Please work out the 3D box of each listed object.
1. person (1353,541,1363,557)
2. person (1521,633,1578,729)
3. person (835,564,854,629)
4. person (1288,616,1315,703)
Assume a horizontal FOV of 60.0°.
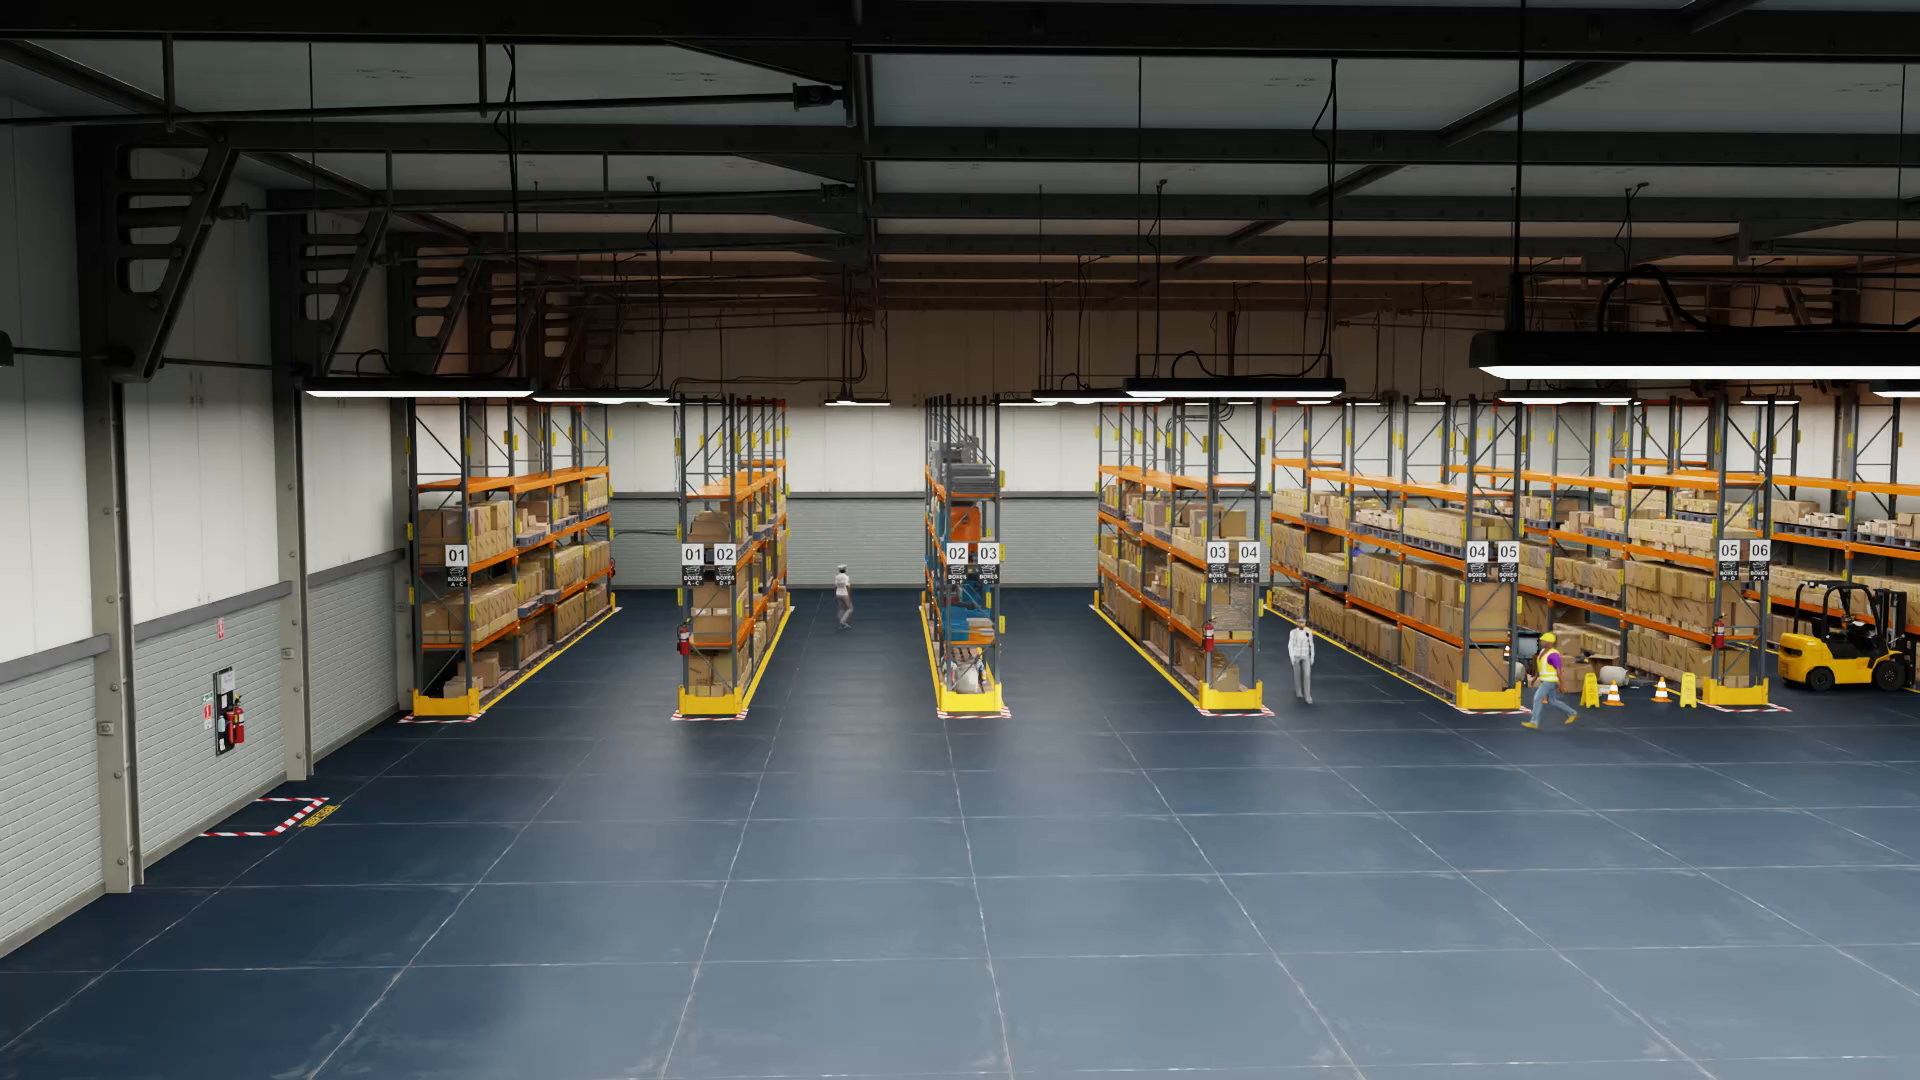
[{"bbox_3d":[12.310,0.832,51.501,0.833,1.617,0.444,-1,5,-17],"label":"person"},{"bbox_3d":[10.577,2.517,29.772,1.068,1.715,0.623,0,5,2],"label":"person"},{"bbox_3d":[-3.055,1.476,43.224,0.502,1.675,0.463,3,5,35],"label":"person"},{"bbox_3d":[6.701,2.303,32.651,0.512,1.657,0.839,1,5,12],"label":"person"}]
